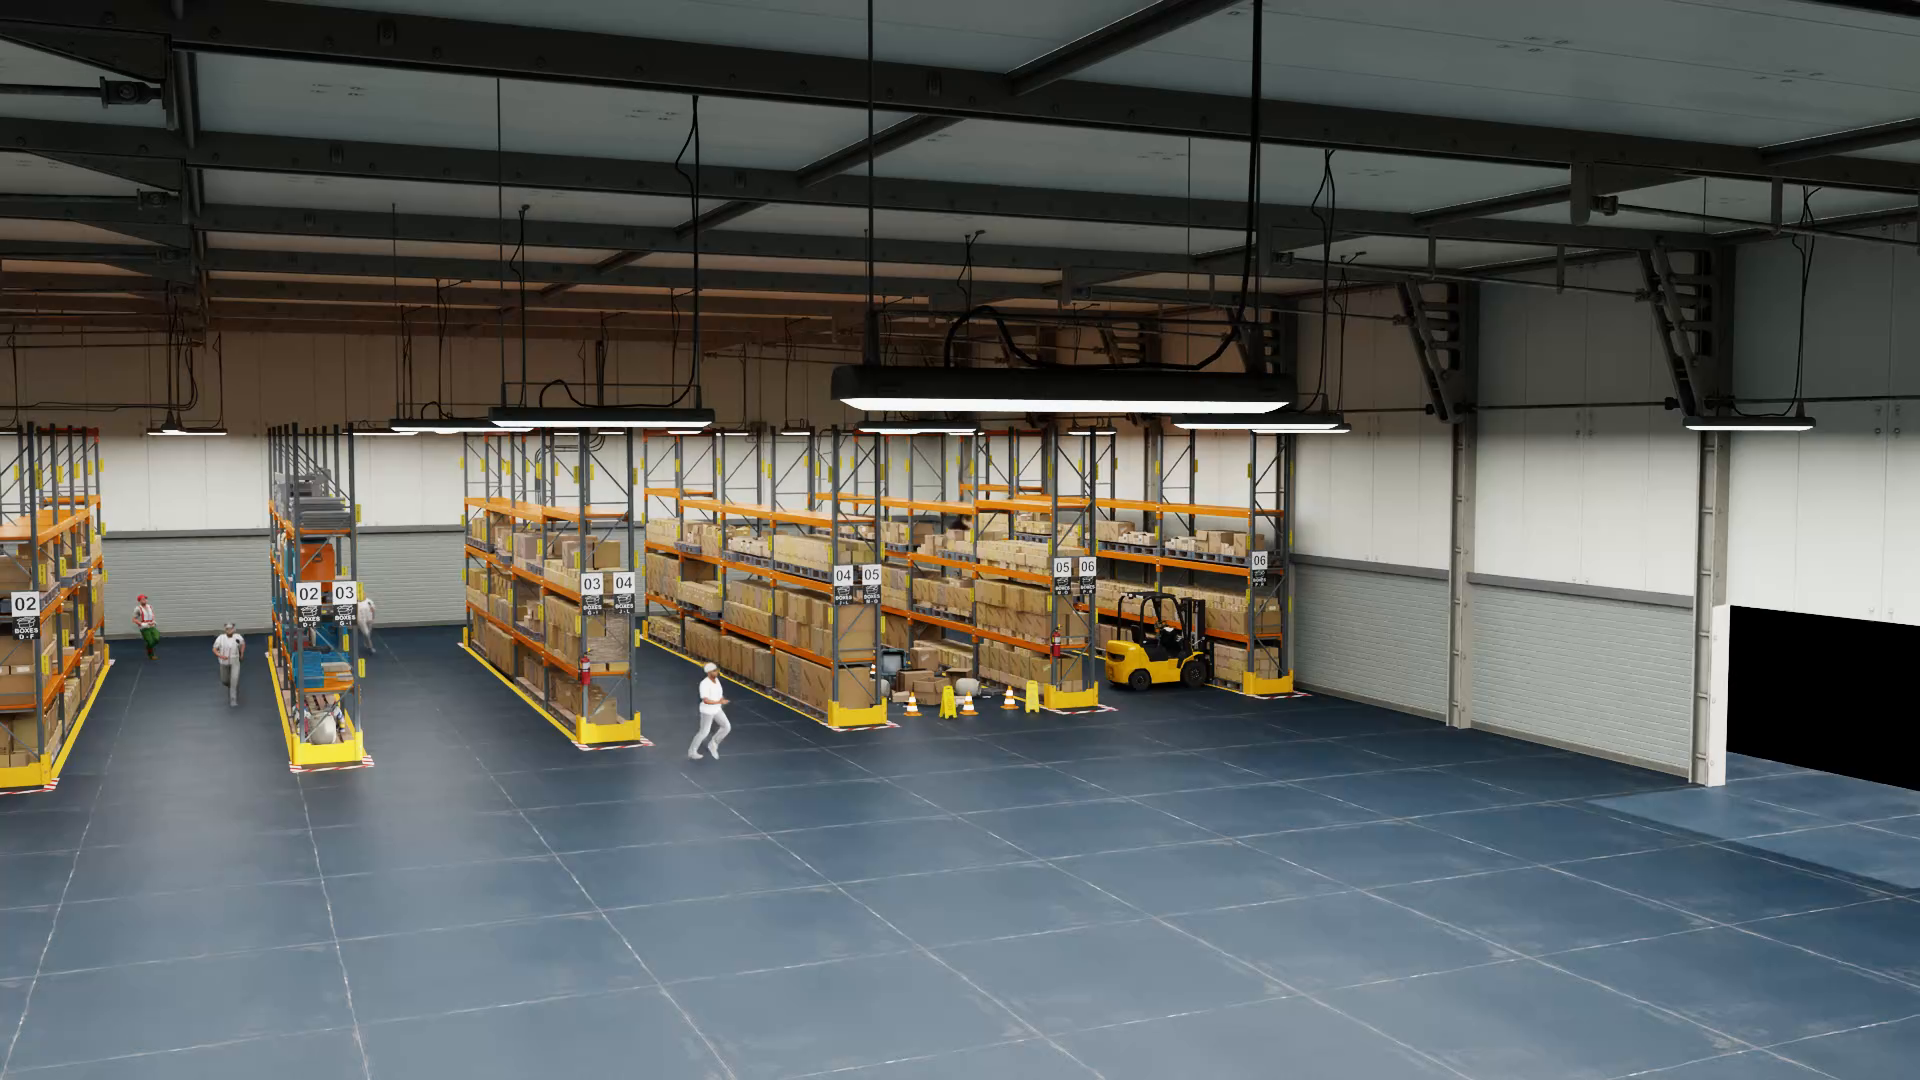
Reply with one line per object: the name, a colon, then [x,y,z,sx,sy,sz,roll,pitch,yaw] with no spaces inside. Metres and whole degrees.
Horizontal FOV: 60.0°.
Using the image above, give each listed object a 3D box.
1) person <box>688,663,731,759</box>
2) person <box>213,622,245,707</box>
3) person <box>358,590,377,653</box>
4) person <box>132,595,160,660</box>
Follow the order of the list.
person: [-4.402,3.034,29.485,0.847,1.735,0.714,1,4,23]
person: [-15.806,2.658,35.966,0.631,1.797,1.138,-1,4,-18]
person: [-15.896,2.142,44.355,0.614,1.623,0.727,-3,5,-42]
person: [-20.877,2.250,42.701,0.524,1.714,0.643,2,4,30]
